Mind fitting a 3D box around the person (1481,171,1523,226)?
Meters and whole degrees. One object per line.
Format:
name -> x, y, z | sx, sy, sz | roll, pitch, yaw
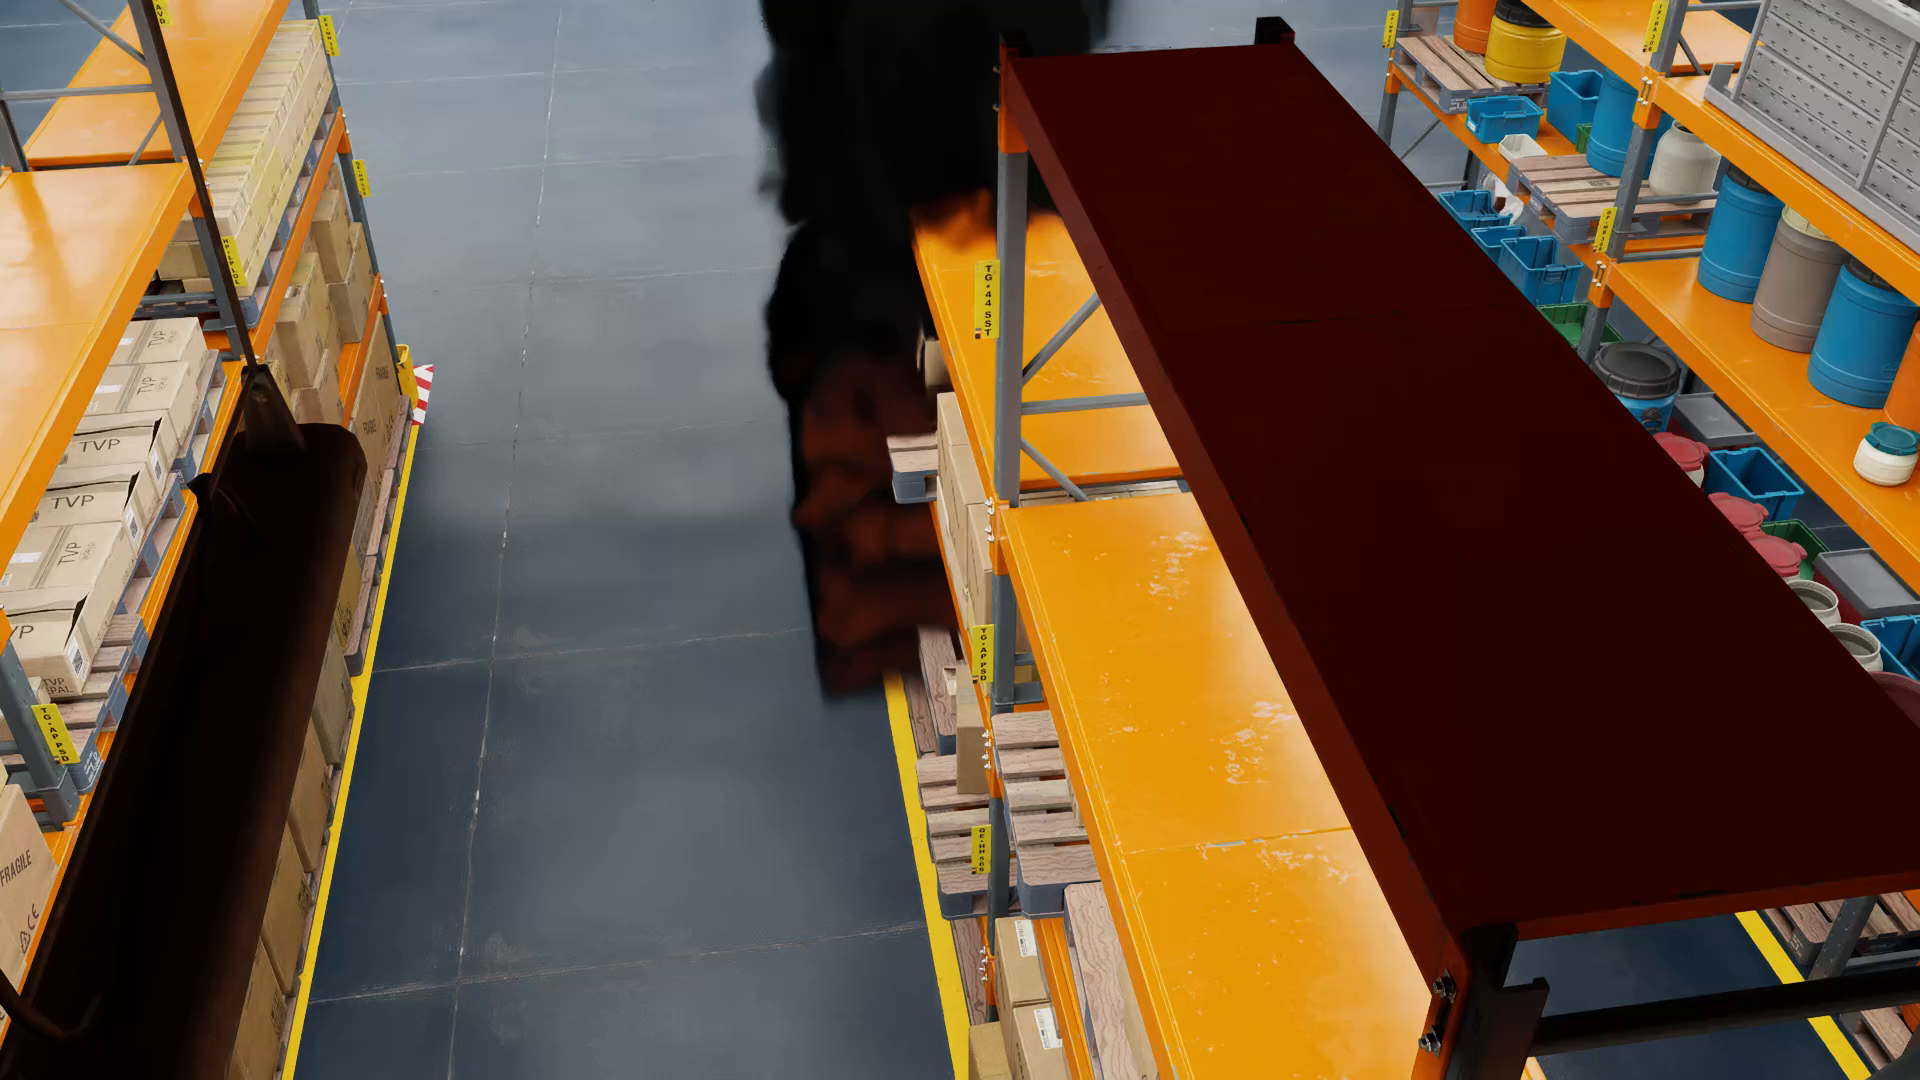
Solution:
person -> 5.259, -3.226, 16.393 | 0.713, 1.709, 0.595 | -29, 45, -33
